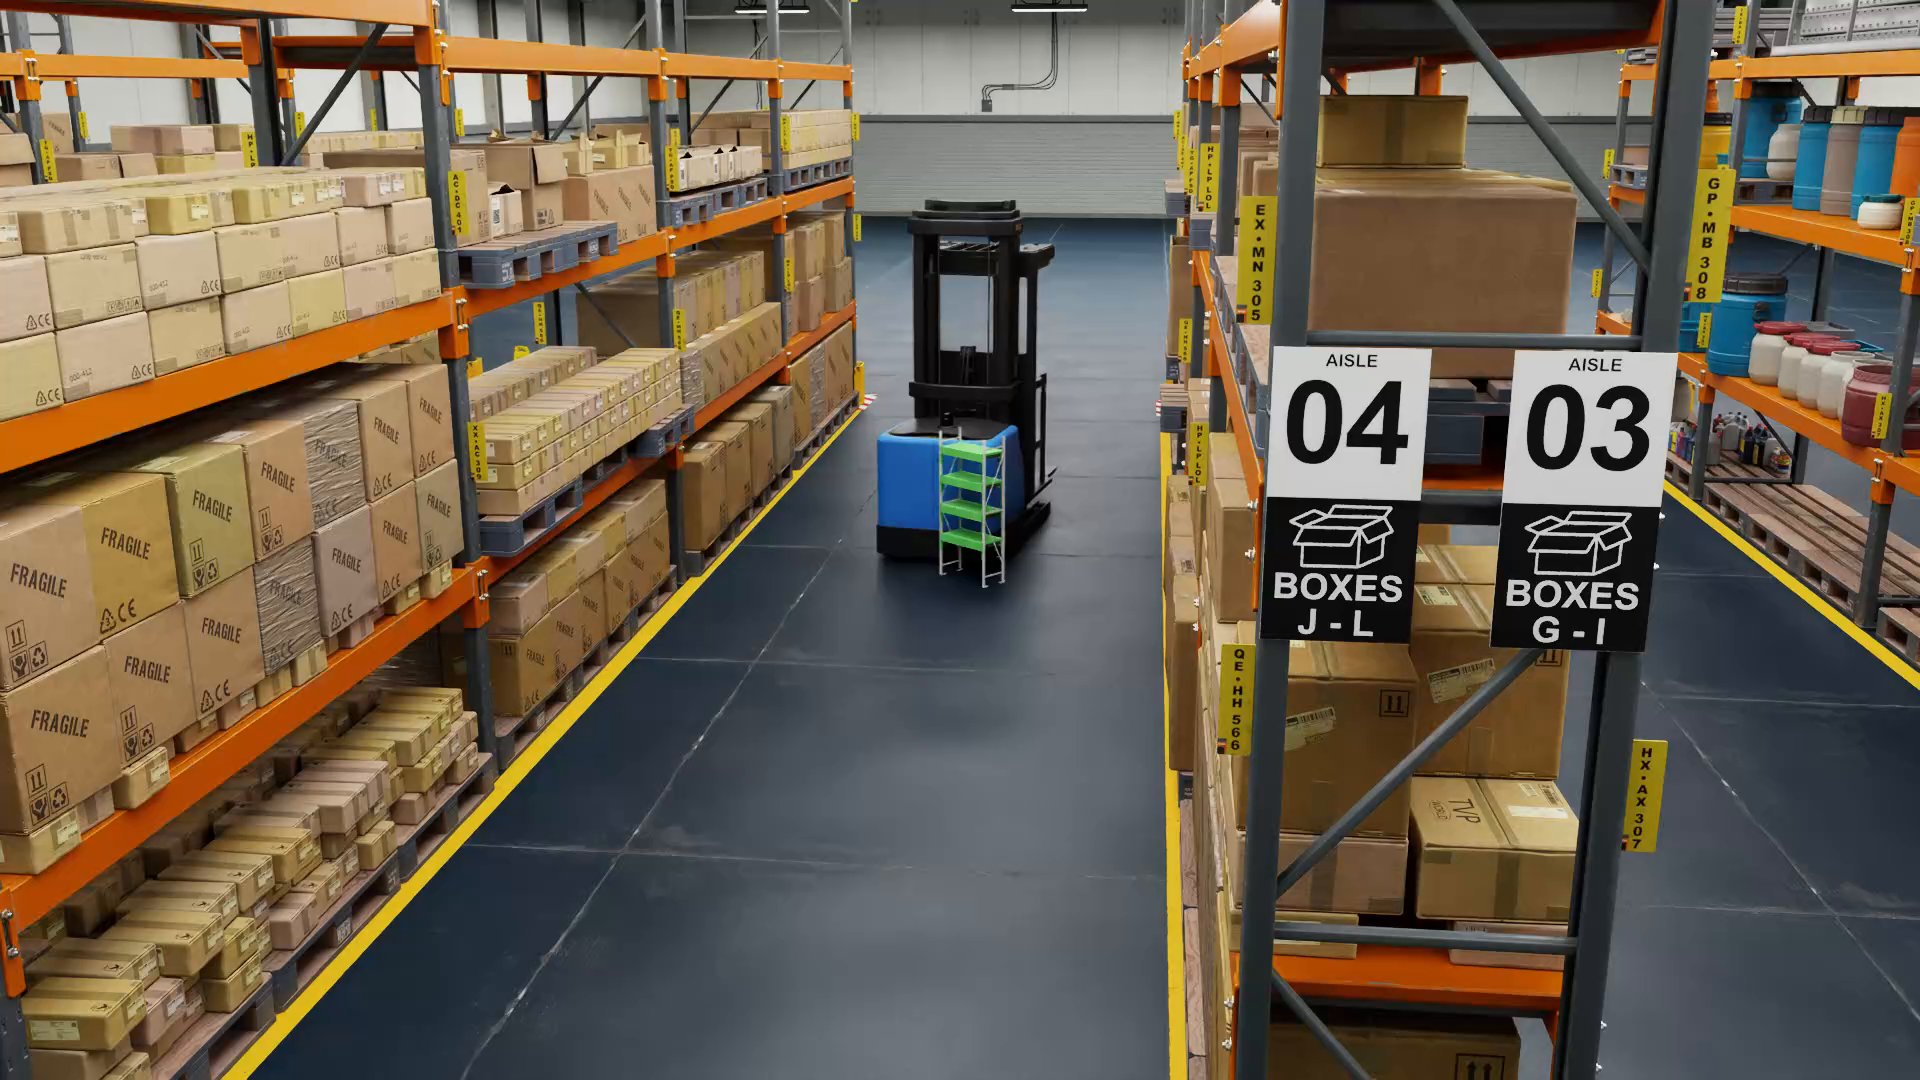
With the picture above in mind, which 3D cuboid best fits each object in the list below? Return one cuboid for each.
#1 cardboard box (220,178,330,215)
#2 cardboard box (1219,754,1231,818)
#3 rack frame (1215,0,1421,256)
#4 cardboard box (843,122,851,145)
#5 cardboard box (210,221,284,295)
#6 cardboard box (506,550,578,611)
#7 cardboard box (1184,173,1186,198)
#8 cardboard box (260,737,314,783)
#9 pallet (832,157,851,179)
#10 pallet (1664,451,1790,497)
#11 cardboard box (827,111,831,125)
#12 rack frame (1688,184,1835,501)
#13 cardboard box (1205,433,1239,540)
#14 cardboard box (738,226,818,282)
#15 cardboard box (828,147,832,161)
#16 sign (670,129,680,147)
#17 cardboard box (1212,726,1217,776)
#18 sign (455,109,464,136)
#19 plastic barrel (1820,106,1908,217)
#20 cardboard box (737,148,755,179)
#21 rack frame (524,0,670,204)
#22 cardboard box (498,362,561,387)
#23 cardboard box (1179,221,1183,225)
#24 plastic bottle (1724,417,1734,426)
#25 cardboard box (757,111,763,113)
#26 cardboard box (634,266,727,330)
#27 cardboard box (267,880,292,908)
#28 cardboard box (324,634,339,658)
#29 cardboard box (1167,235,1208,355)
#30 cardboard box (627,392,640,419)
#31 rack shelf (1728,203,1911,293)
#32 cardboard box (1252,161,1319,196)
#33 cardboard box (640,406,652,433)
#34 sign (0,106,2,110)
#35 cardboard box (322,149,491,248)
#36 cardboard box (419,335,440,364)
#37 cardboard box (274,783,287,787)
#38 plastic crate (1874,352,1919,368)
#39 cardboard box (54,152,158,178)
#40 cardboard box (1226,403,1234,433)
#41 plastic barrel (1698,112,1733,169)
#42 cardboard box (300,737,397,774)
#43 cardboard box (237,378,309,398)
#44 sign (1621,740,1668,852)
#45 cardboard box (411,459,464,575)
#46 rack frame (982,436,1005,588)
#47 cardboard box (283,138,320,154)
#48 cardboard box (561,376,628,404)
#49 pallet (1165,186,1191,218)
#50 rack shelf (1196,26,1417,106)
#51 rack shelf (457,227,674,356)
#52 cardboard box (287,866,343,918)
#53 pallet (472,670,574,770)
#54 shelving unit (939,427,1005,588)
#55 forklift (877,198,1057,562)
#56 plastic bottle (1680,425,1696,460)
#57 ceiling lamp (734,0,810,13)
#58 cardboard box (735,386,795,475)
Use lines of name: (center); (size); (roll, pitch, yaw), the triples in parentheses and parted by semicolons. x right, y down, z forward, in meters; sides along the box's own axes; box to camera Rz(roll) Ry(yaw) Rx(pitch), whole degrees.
cardboard box: (-3.033, -1.523, 7.368); (0.380, 0.149, 0.250); (1, 15, 4)
cardboard box: (1.155, 0.800, 5.675); (0.500, 0.250, 0.500); (1, 15, 5)
rack frame: (1.757, -2.797, 7.768); (1.000, 3.000, 0.127); (2, 15, 6)
cardboard box: (-1.583, -4.821, 19.719); (0.500, 0.250, 0.500); (2, 15, 7)
cardboard box: (-3.121, -1.157, 6.776); (0.500, 0.250, 0.500); (1, 15, 4)
cardboard box: (-2.756, 0.246, 10.553); (0.500, 0.250, 0.500); (2, 15, 8)
cardboard box: (2.452, -3.478, 16.318); (0.500, 0.250, 0.500); (2, 15, 8)
cardboard box: (-3.481, 1.101, 8.361); (0.380, 0.149, 0.250); (1, 15, 5)
pallet: (-1.879, -4.398, 19.605); (1.003, 0.211, 1.213); (2, 15, 6)
pallet: (7.698, -0.657, 16.688); (1.003, 0.211, 1.213); (2, 15, 6)
cardboard box: (-1.650, -4.721, 18.588); (0.380, 0.149, 0.250); (1, 15, 5)
rack frame: (7.581, -1.830, 15.685); (1.000, 3.000, 0.127); (2, 15, 6)
cardboard box: (1.449, -0.218, 8.002); (0.500, 0.500, 0.500); (2, 15, 6)
cardboard box: (-2.037, -3.119, 18.094); (0.875, 0.550, 0.550); (2, 15, 6)
cardboard box: (-1.650, -4.338, 18.697); (0.380, 0.149, 0.250); (2, 15, 7)
sign: (-2.809, -3.900, 16.451); (0.100, 0.325, 0.005); (2, 15, 6)
cardboard box: (1.161, 0.823, 6.353); (0.380, 0.149, 0.250); (2, 15, 6)
sign: (-6.186, -5.159, 20.553); (0.100, 0.325, 0.005); (2, 15, 6)
plastic barrel: (7.666, -3.212, 14.089); (0.600, 0.901, 0.600); (0, 15, 0)
cardboard box: (-2.178, -3.448, 15.213); (0.500, 0.250, 0.500); (2, 15, 6)
rack frame: (-2.708, -4.007, 12.241); (1.000, 3.000, 0.127); (2, 15, 6)
cardboard box: (-3.043, -1.164, 11.756); (0.380, 0.149, 0.250); (1, 15, 4)
cardboard box: (2.610, -3.165, 17.942); (0.500, 0.500, 0.500); (2, 15, 6)
plastic bottle: (8.190, -1.176, 17.638); (0.152, 0.276, 0.135); (1, 15, 5)
cardboard box: (-2.361, -4.609, 18.173); (0.380, 0.149, 0.250); (2, 15, 7)
cardboard box: (-2.479, -2.155, 14.778); (0.700, 0.500, 0.500); (2, 15, 6)
cardboard box: (-3.208, 1.523, 7.369); (0.380, 0.149, 0.250); (2, 15, 9)
cardboard box: (-3.106, 0.468, 7.666); (0.380, 0.149, 0.250); (1, 15, 5)
cardboard box: (2.431, -2.267, 15.344); (1.000, 1.000, 1.000); (2, 15, 7)
cardboard box: (-2.426, -0.928, 11.453); (0.380, 0.149, 0.250); (2, 15, 6)
rack shelf: (7.356, -2.412, 13.469); (1.077, 0.370, 4.000); (2, 15, 6)
cardboard box: (1.463, -1.173, 6.320); (0.700, 0.500, 0.500); (2, 15, 9)
cardboard box: (-2.397, -0.855, 11.756); (0.380, 0.149, 0.250); (1, 15, 6)
sign: (-12.219, -5.377, 21.228); (0.100, 0.325, 0.005); (2, 15, 6)
cardboard box: (-3.008, -1.868, 9.080); (0.700, 0.500, 0.500); (2, 15, 6)
cardboard box: (-6.622, -2.192, 20.049); (0.500, 0.500, 0.500); (2, 15, 8)
cardboard box: (-3.483, 1.243, 8.405); (0.380, 0.149, 0.250); (1, 15, 3)
plastic crate: (7.616, -1.234, 13.356); (0.402, 0.464, 0.583); (2, 15, 6)
cardboard box: (-7.494, -3.125, 14.528); (0.797, 0.503, 0.637); (2, 15, 6)
cardboard box: (1.821, -0.600, 9.020); (0.797, 0.503, 0.637); (1, 15, 5)
plastic barrel: (8.030, -4.310, 17.943); (0.600, 0.588, 0.600); (0, 15, 0)
cardboard box: (-3.058, 1.110, 8.329); (0.380, 0.149, 0.250); (2, 15, 8)
cardboard box: (-3.496, -0.503, 8.100); (0.500, 0.500, 0.500); (1, 15, 5)
sign: (1.857, 0.698, 4.524); (0.100, 0.325, 0.005); (2, 15, 6)
cardboard box: (-2.934, -0.132, 8.641); (0.500, 0.500, 0.500); (2, 15, 6)
rack frame: (0.267, -0.222, 13.183); (0.240, 1.200, 0.015); (-15, 21, -43)
cardboard box: (-6.827, -4.052, 17.107); (0.380, 0.149, 0.250); (1, 15, 5)
cardboard box: (-2.456, -1.004, 11.165); (0.380, 0.149, 0.250); (2, 15, 9)
pallet: (2.370, -2.908, 14.281); (1.213, 0.211, 1.003); (2, 15, 6)
rack shelf: (1.983, -2.776, 9.832); (1.077, 0.370, 4.000); (2, 15, 6)
rack shelf: (-2.934, -1.693, 10.809); (1.077, 0.370, 4.000); (2, 15, 6)
cardboard box: (-3.073, 1.609, 7.621); (0.380, 0.149, 0.250); (2, 15, 6)
pallet: (-3.073, 1.070, 10.299); (1.003, 0.211, 1.213); (2, 15, 6)
shelving unit: (0.094, -0.267, 13.350); (0.258, 1.200, 0.503); (-15, 21, -43)
forklift: (0.207, -1.574, 14.868); (1.130, 2.935, 3.031); (4, 16, 16)
plastic bottle: (7.389, -0.989, 16.806); (0.144, 0.351, 0.185); (1, 15, 3)
ceiling lamp: (-4.974, -15.649, 44.114); (2.000, 3.185, 0.800); (2, 15, 6)
cardboard box: (-2.238, -1.102, 16.495); (1.050, 0.750, 0.750); (2, 15, 6)
